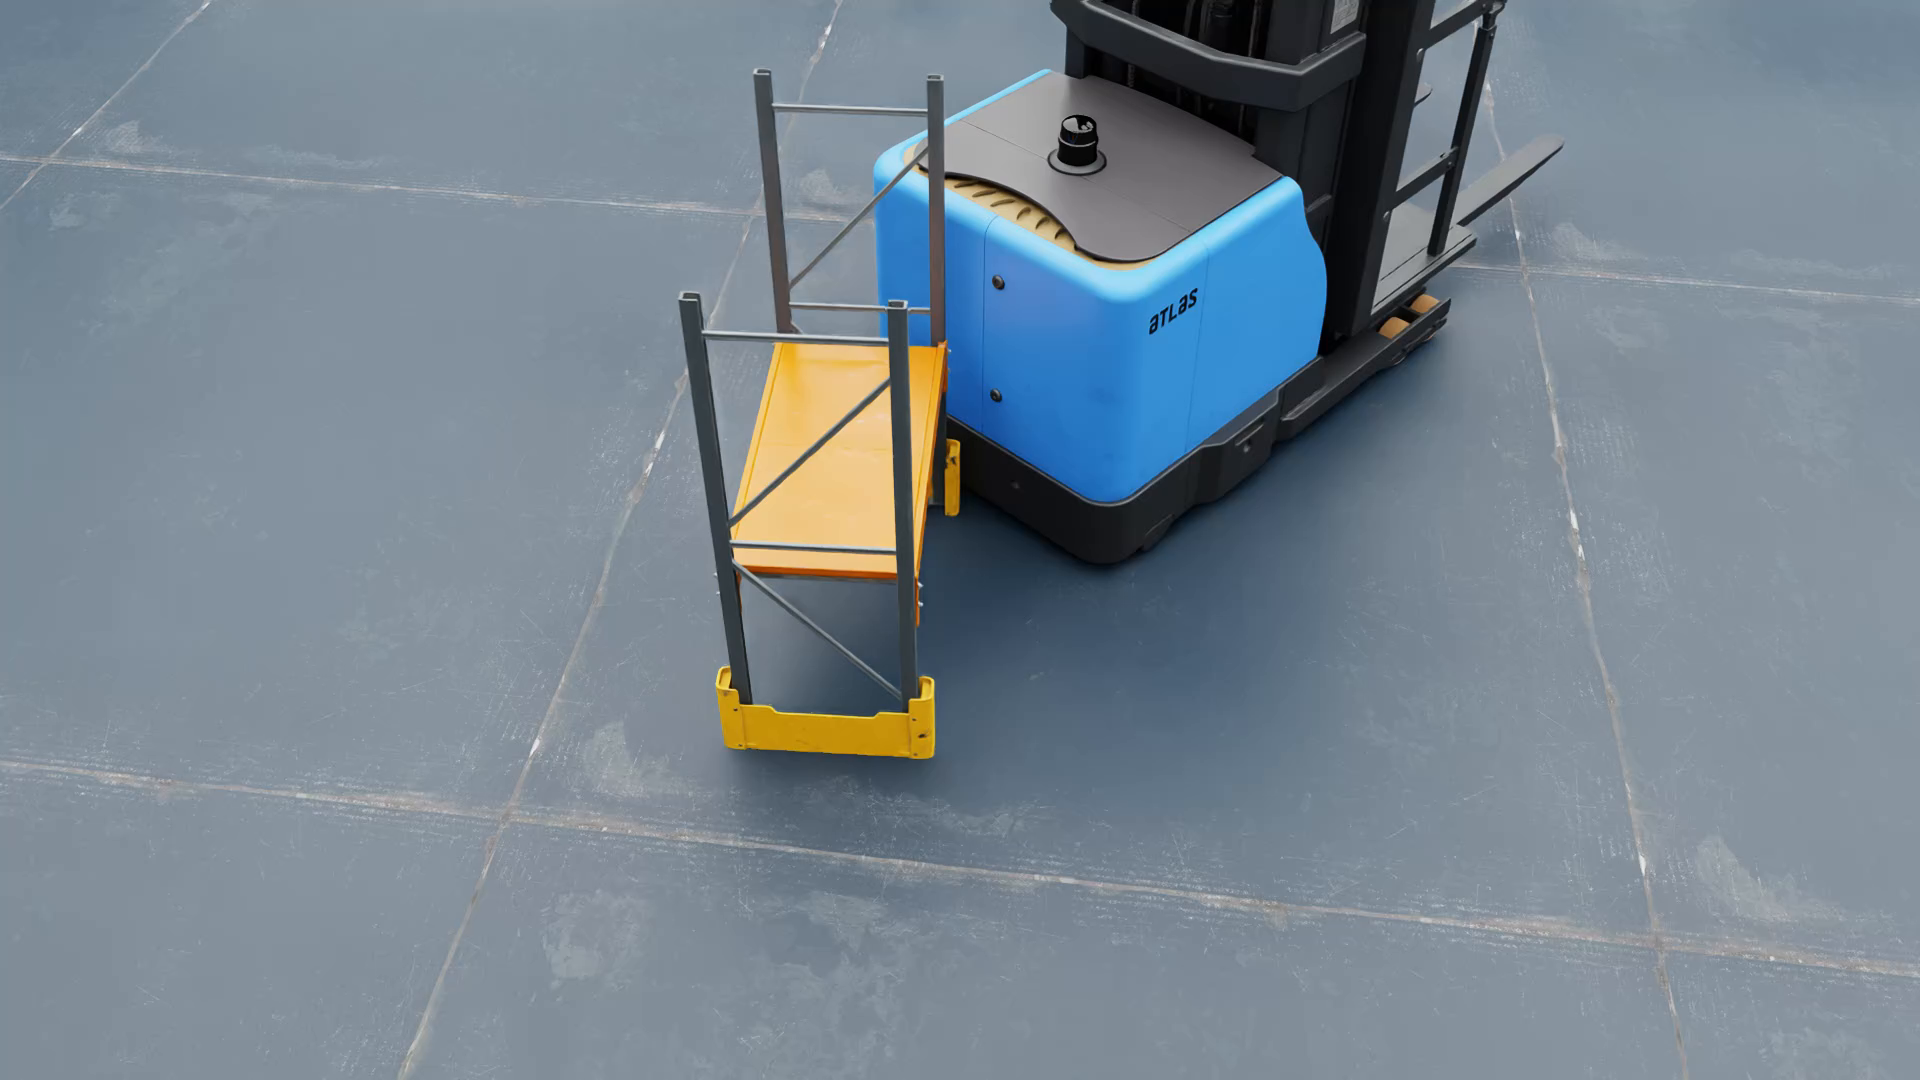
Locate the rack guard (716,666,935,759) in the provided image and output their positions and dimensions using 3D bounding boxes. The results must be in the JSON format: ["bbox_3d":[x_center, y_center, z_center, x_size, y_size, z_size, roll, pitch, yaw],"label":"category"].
[{"bbox_3d":[-0.364,0.475,4.566,0.587,0.250,0.087,3,44,3],"label":"rack guard"}]

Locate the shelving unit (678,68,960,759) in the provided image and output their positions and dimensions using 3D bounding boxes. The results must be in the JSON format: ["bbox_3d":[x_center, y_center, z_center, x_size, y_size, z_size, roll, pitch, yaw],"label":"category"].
[{"bbox_3d":[-0.329,-0.320,4.497,0.587,1.500,1.083,3,44,3],"label":"shelving unit"}]

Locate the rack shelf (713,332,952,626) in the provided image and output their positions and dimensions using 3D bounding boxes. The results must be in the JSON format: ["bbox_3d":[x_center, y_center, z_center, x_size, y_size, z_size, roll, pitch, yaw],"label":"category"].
[{"bbox_3d":[-0.328,-0.196,4.628,0.538,0.185,1.000,3,44,3],"label":"rack shelf"}]

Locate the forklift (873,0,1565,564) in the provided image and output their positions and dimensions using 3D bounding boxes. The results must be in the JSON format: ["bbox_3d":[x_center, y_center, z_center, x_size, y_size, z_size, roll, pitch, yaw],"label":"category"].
[{"bbox_3d":[1.114,-1.907,5.132,1.130,2.935,3.031,34,53,30],"label":"forklift"}]

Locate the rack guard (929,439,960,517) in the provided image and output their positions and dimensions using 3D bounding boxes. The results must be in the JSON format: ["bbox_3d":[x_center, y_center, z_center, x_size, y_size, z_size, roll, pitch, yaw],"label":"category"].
[{"bbox_3d":[-0.294,-0.208,5.288,0.587,0.250,0.087,3,44,3],"label":"rack guard"}]

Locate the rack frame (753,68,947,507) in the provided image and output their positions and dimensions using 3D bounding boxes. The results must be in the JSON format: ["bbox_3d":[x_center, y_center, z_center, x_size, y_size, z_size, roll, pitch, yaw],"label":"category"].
[{"bbox_3d":[-0.292,-0.675,4.872,0.500,1.500,0.032,3,44,3],"label":"rack frame"}]

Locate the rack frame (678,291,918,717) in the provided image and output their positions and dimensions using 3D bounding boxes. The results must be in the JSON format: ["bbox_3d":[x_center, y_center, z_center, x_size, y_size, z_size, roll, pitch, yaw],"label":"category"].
[{"bbox_3d":[-0.364,0.022,4.136,0.500,1.500,0.032,3,44,3],"label":"rack frame"}]
